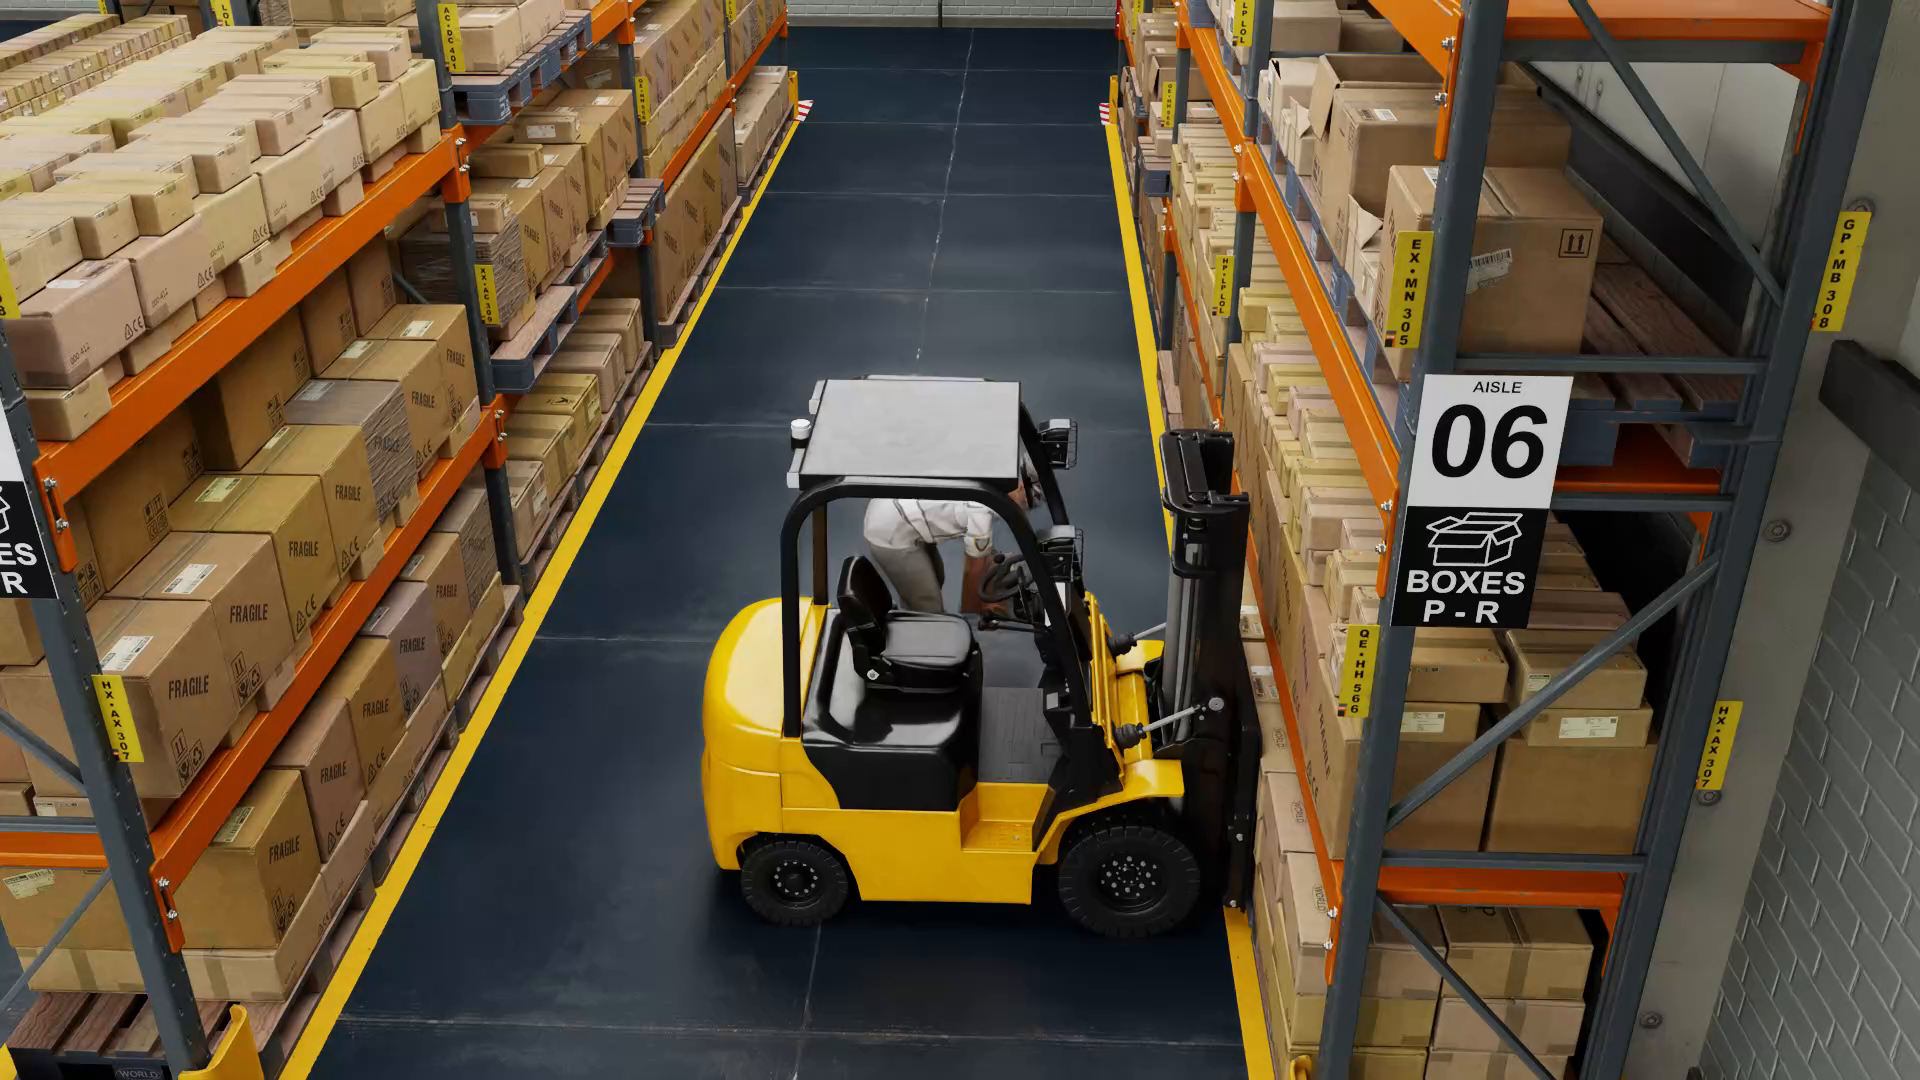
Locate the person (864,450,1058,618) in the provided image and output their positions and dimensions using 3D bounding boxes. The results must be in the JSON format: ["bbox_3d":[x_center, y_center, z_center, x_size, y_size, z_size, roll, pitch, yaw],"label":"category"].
[{"bbox_3d":[0.002,0.139,8.846,1.016,1.295,0.486,0,28,0],"label":"person"}]
